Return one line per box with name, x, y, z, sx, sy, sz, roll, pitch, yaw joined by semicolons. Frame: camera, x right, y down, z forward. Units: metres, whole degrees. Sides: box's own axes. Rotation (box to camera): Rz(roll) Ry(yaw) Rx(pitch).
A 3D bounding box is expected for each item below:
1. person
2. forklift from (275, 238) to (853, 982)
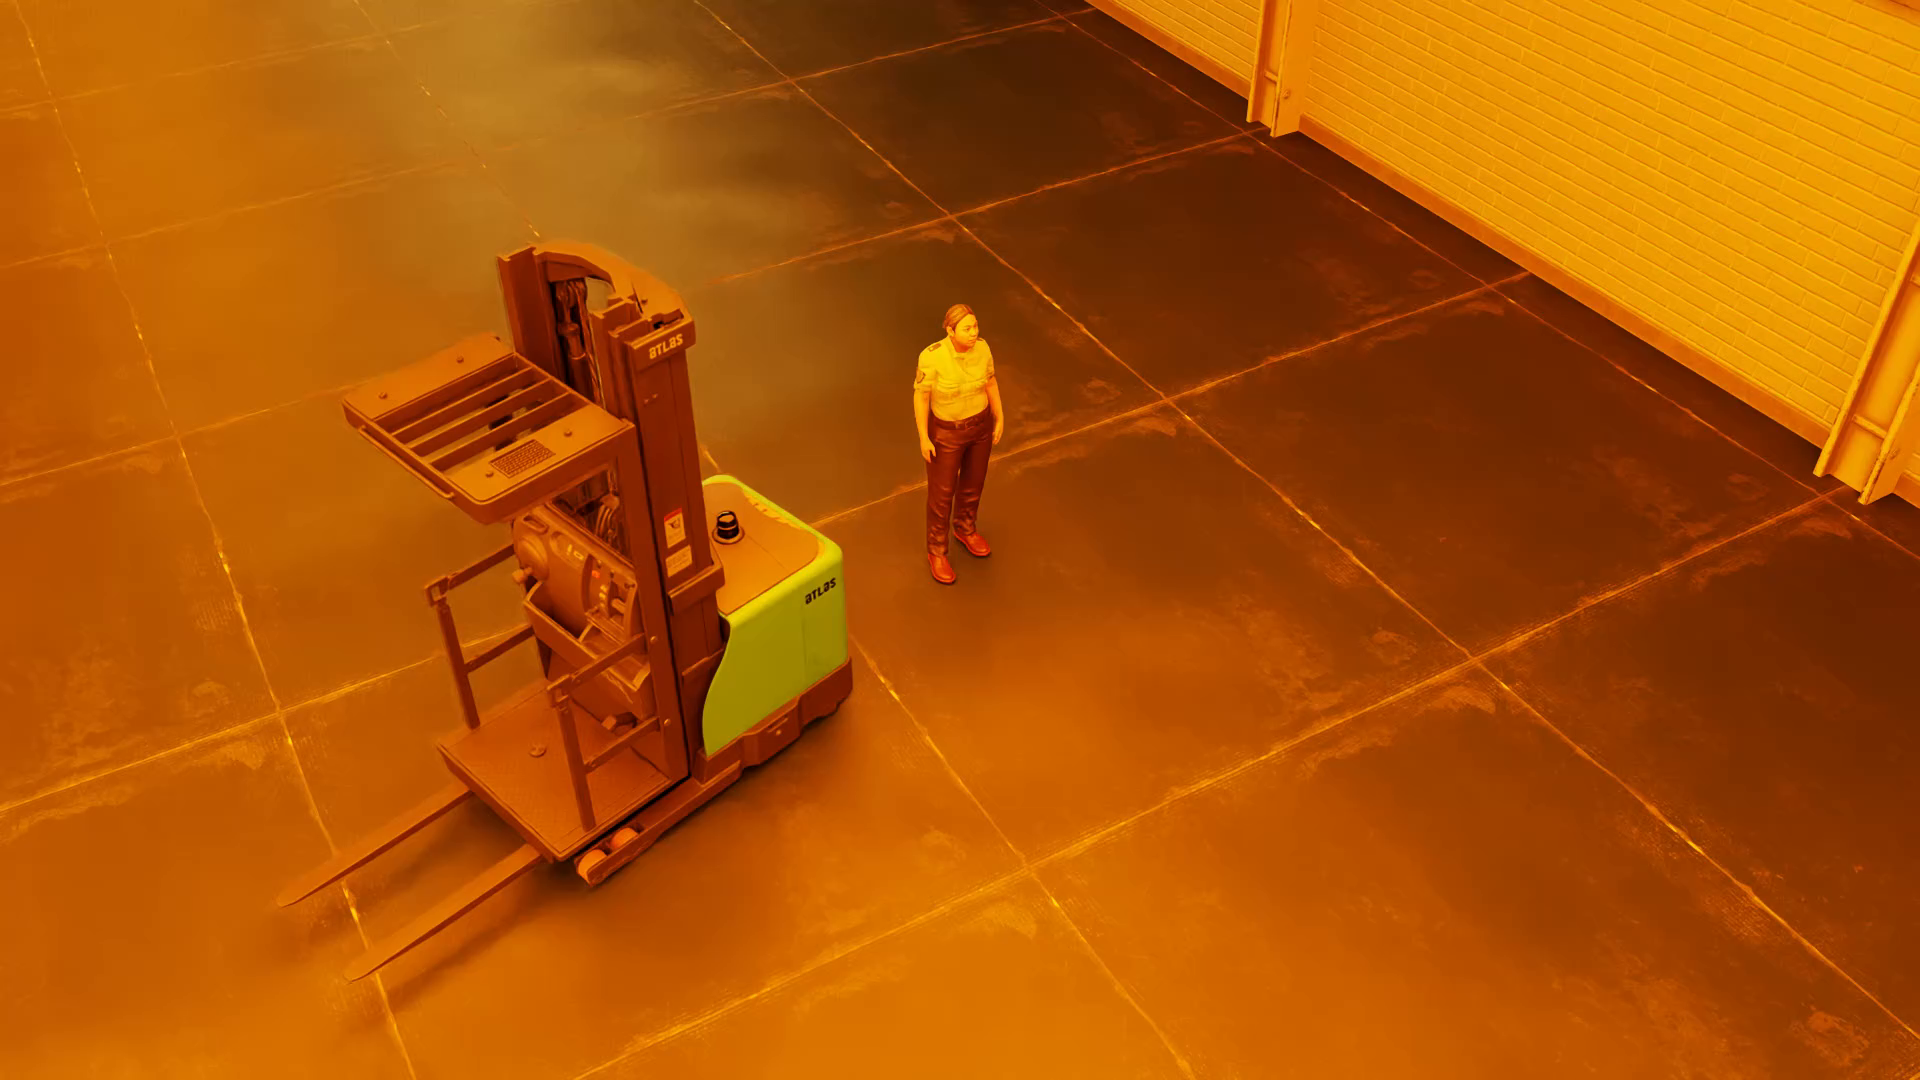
person;0.025;-0.580;9.736;0.598;1.640;0.503;-20;44;-23
forklift;-1.975;0.207;7.786;1.130;2.935;3.031;31;49;32
